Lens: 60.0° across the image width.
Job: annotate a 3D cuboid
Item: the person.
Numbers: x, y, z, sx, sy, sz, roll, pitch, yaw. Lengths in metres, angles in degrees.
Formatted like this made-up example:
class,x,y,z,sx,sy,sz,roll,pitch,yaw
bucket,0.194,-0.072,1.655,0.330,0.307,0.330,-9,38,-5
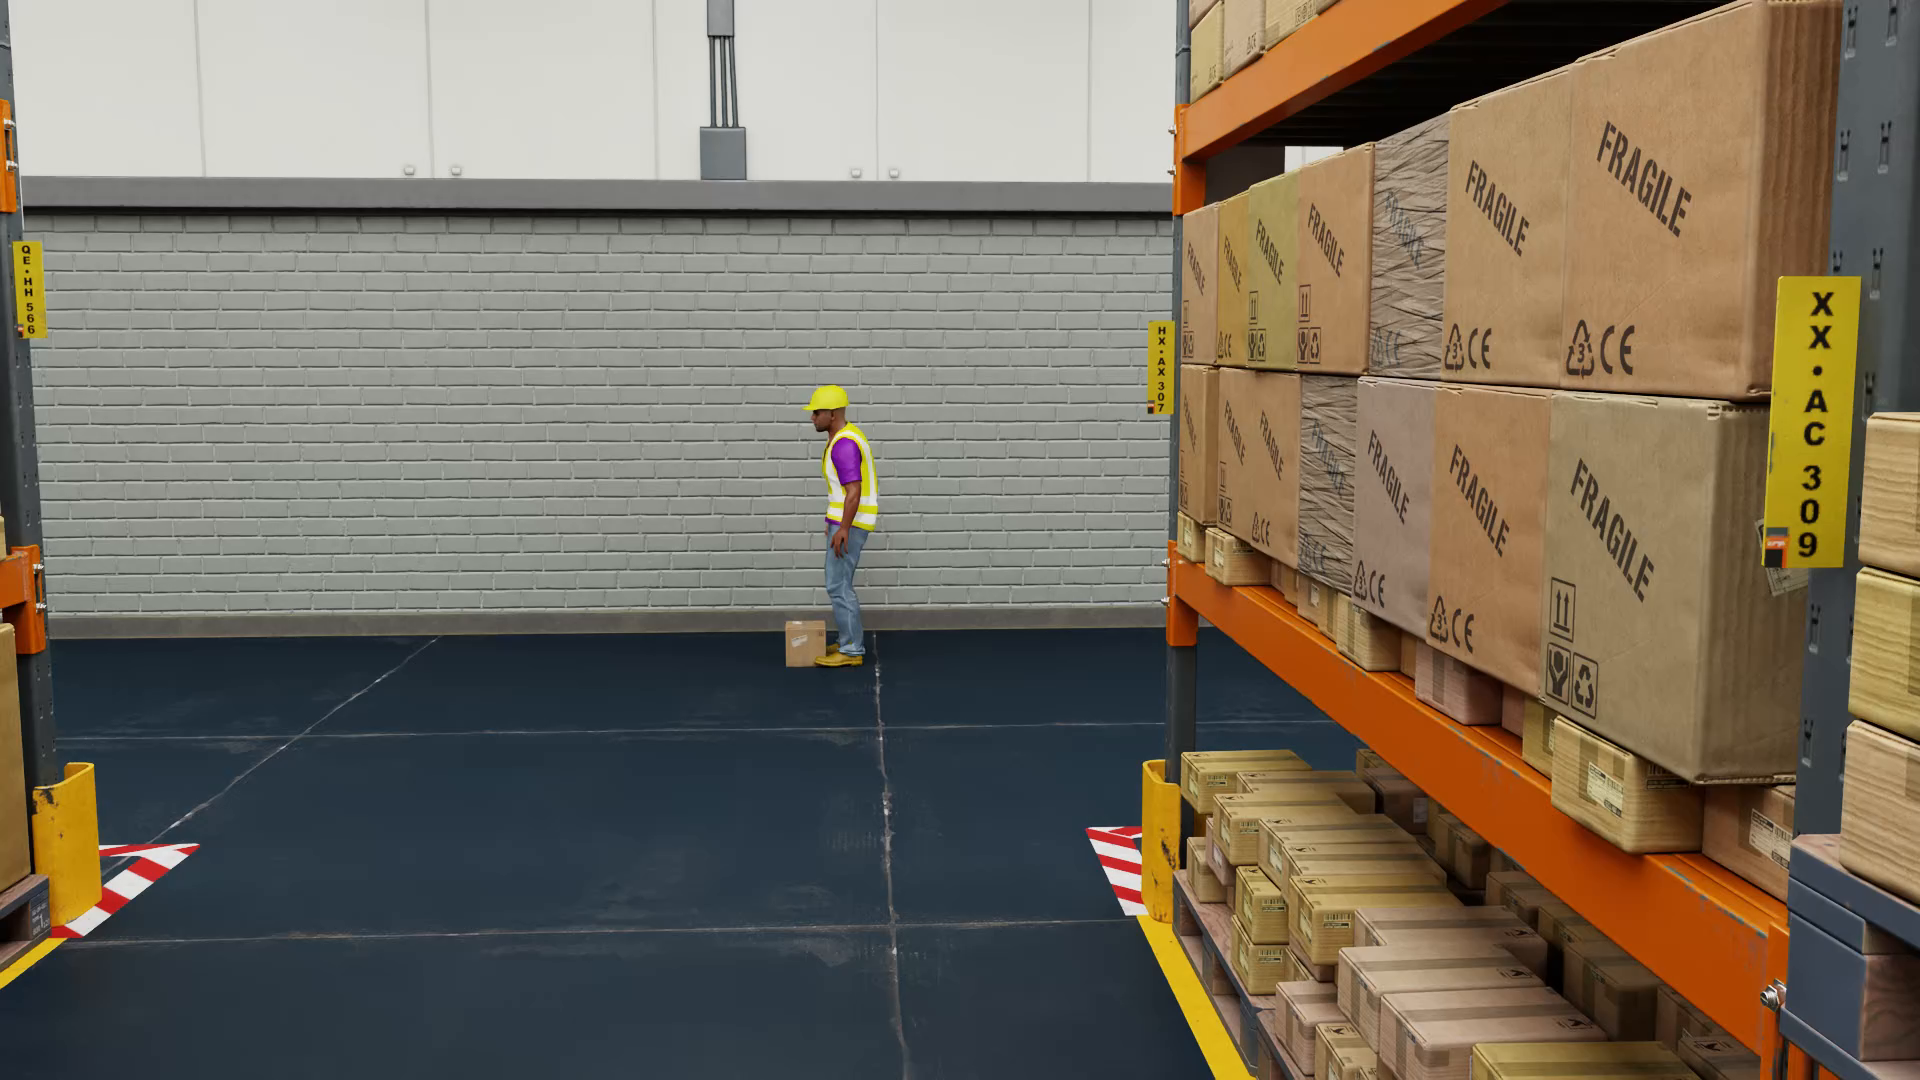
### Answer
class,x,y,z,sx,sy,sz,roll,pitch,yaw
person,-0.751,-0.094,10.458,0.461,1.759,0.632,-1,7,-7
